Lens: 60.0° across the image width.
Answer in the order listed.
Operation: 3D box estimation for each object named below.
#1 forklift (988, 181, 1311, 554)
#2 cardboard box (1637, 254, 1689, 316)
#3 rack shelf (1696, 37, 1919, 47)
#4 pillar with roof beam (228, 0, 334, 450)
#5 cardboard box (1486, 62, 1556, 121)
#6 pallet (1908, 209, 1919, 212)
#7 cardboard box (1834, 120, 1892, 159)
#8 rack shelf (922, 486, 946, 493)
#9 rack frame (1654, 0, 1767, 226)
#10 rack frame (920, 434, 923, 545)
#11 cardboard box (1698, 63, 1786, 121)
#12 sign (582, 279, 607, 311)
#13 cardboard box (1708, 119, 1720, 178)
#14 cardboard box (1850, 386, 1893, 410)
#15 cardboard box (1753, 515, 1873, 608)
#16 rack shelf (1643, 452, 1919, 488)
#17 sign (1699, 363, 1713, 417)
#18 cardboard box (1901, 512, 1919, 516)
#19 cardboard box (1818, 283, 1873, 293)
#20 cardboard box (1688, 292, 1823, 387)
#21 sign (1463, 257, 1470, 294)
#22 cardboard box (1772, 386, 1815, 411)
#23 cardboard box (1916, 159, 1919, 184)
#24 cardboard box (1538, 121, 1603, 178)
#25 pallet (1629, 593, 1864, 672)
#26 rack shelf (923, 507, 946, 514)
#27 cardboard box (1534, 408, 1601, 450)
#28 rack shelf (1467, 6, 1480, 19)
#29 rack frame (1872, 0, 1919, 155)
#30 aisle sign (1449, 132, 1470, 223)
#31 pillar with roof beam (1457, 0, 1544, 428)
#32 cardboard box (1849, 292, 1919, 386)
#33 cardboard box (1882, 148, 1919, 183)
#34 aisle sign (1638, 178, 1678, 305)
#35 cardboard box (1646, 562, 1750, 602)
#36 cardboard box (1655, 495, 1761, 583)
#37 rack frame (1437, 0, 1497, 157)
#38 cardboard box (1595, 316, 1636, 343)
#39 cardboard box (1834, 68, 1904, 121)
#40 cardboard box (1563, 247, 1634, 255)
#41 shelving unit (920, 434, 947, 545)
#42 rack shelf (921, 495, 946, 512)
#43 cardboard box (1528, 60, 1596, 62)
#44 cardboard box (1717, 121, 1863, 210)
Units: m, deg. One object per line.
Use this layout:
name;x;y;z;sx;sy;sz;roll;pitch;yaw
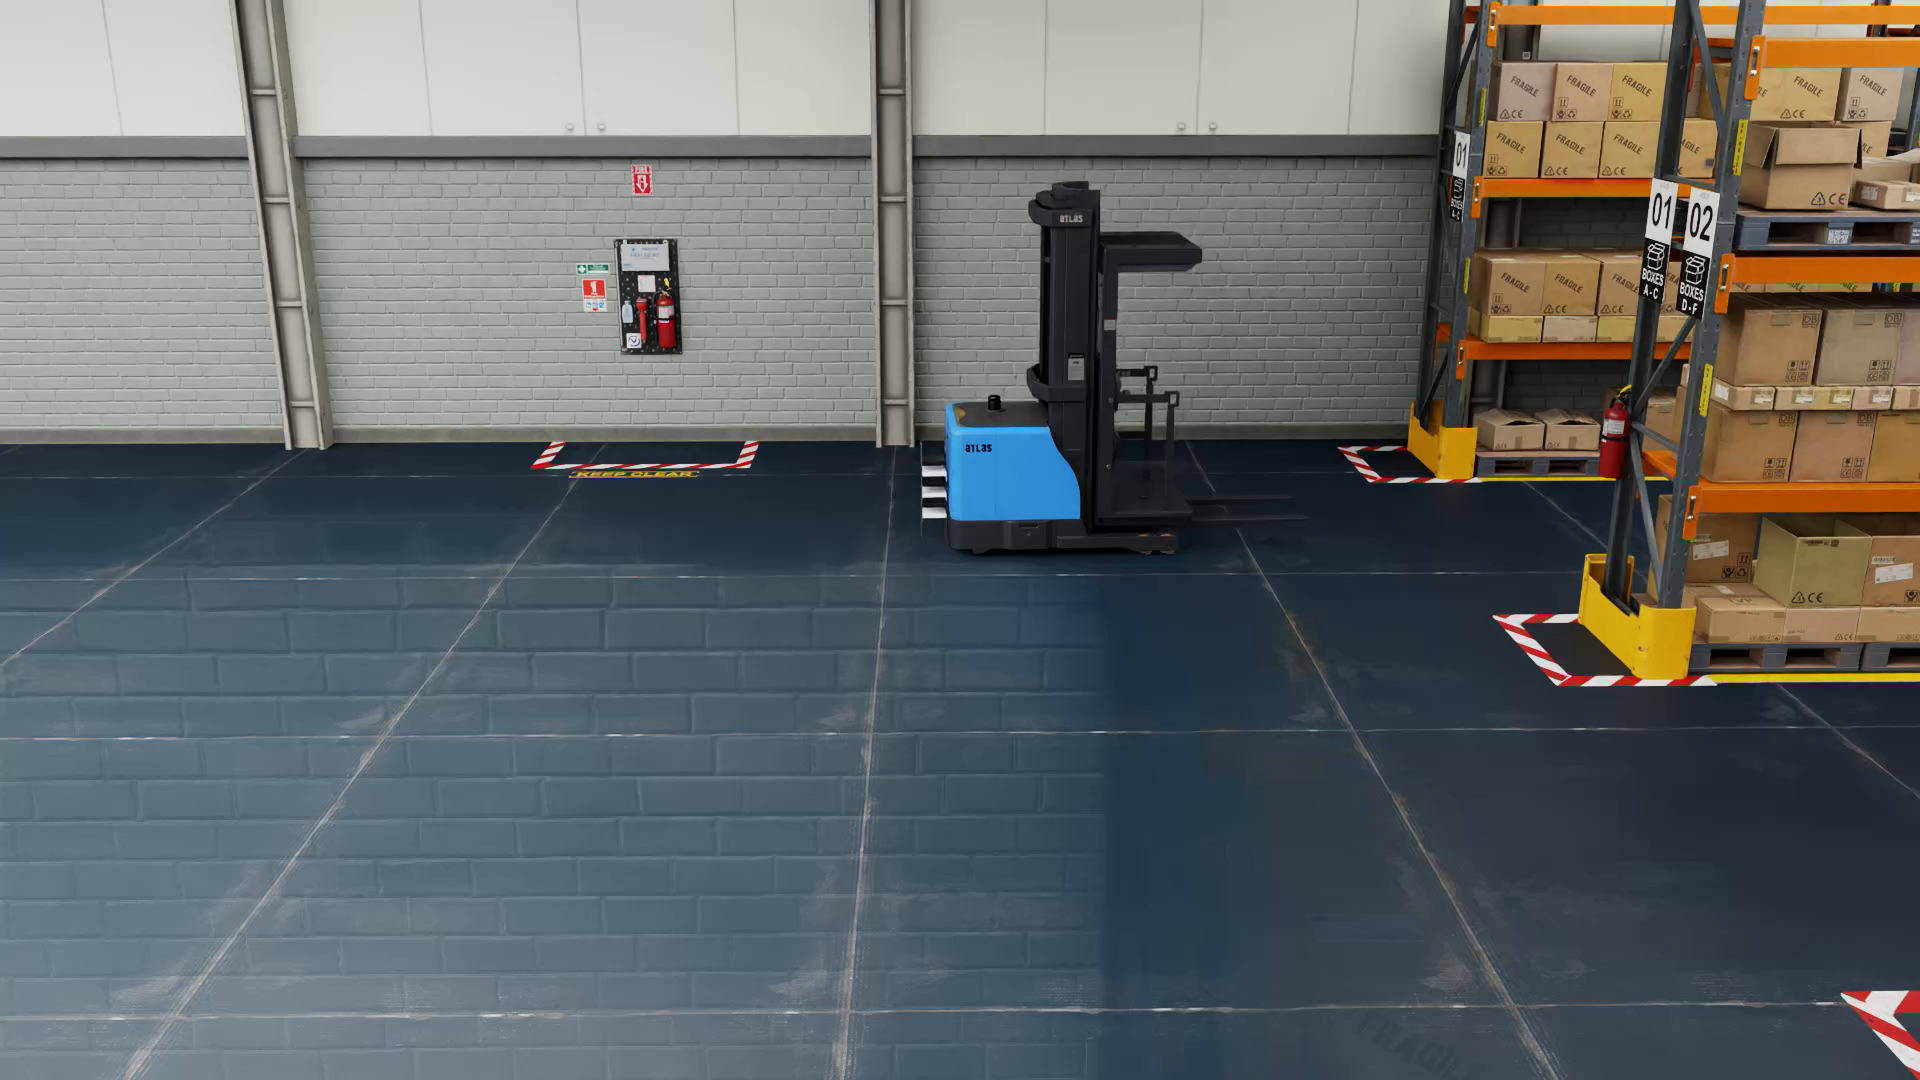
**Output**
forklift;1.400;-1.434;13.720;3.031;2.935;1.110;-1;18;-3
cardboard box;6.660;-2.396;15.592;0.500;0.500;0.500;0;18;1
rack shelf;6.733;-3.132;10.475;3.809;0.052;0.919;0;18;-1
pillar with roof beam;-6.593;-3.936;11.586;0.400;9.000;9.100;0;18;-1
cardboard box;5.040;-4.074;15.093;0.500;0.500;0.500;-2;18;-5
pallet;6.663;-2.060;10.793;1.213;0.211;1.003;0;18;-1
cardboard box;8.147;-3.611;15.288;0.500;0.500;0.500;0;18;1
rack shelf;-0.220;-0.411;13.898;0.190;0.026;0.221;-1;18;-3
rack frame;4.733;-3.528;10.315;0.127;3.000;1.000;0;18;-1
rack frame;-0.321;-0.421;13.888;0.006;0.900;0.240;-1;18;-3
cardboard box;7.084;-4.069;15.076;0.500;0.500;0.500;-1;18;-3
sign;-3.688;-2.469;16.775;0.234;0.329;0.001;0;18;-1
cardboard box;7.090;-3.599;15.248;0.500;0.500;0.500;-1;18;-3
cardboard box;5.894;-0.968;10.928;0.250;0.149;0.380;-1;18;-2
cardboard box;5.773;0.143;11.278;0.500;0.500;0.500;0;18;-1
rack shelf;6.733;-0.432;11.341;3.809;0.124;0.919;0;18;-1
sign;4.736;-0.952;10.558;0.005;0.325;0.100;0;18;-1
cardboard box;6.764;-0.024;11.799;0.500;0.500;0.500;0;18;-1
cardboard box;8.183;-2.402;15.611;0.500;0.500;0.500;0;18;-1
cardboard box;5.253;-1.336;11.013;0.500;0.500;0.700;0;18;-1
sign;4.660;-2.431;15.298;0.005;0.325;0.100;0;18;-1
cardboard box;5.393;-0.966;10.924;0.250;0.149;0.380;-1;18;-2
cardboard box;6.398;-2.339;10.437;0.500;0.500;0.500;0;18;-1
cardboard box;5.527;-3.587;15.212;0.500;0.500;0.500;1;18;3
pallet;5.497;0.640;11.708;1.213;0.211;1.003;0;18;-1
rack shelf;-0.220;-0.240;13.953;0.190;0.026;0.221;-1;18;-3
cardboard box;5.914;-1.092;16.224;0.500;0.311;0.500;1;18;4
rack shelf;6.651;-4.800;15.141;3.809;0.124;0.919;0;18;-1
rack frame;8.651;-5.061;15.091;0.127;3.000;1.000;0;18;-1
aisle sign;4.584;-3.331;15.263;0.004;0.787;0.394;0;18;-1
pillar with roof beam;5.405;-3.994;11.766;0.400;9.000;9.100;0;18;-1
cardboard box;6.283;-1.343;11.035;0.500;0.500;0.700;0;18;-1
cardboard box;6.436;-2.413;10.978;0.500;0.311;0.500;2;18;6
aisle sign;4.663;-1.999;11.112;0.004;0.787;0.394;0;18;-1
cardboard box;5.265;0.345;11.876;0.500;0.250;0.500;0;18;-1
cardboard box;5.265;-0.013;11.764;0.500;0.500;0.500;0;18;-1
rack frame;4.651;-5.041;15.031;0.127;3.000;1.000;0;18;-1
cardboard box;6.172;-2.036;15.695;0.500;0.250;0.500;-1;18;-2
cardboard box;8.154;-4.080;15.112;0.500;0.500;0.500;-2;18;-6
cardboard box;9.015;2.678;1.985;6.802;1.850;30.447;0;18;1
shelving unit;-0.220;-0.423;13.894;0.210;0.900;0.258;-1;18;-3
rack shelf;-0.220;-0.306;13.932;0.200;0.077;0.258;-1;18;-3
cardboard box;5.623;-4.234;15.592;0.500;0.500;0.500;1;18;3
cardboard box;5.308;-2.417;10.676;0.637;0.503;0.797;1;18;3
